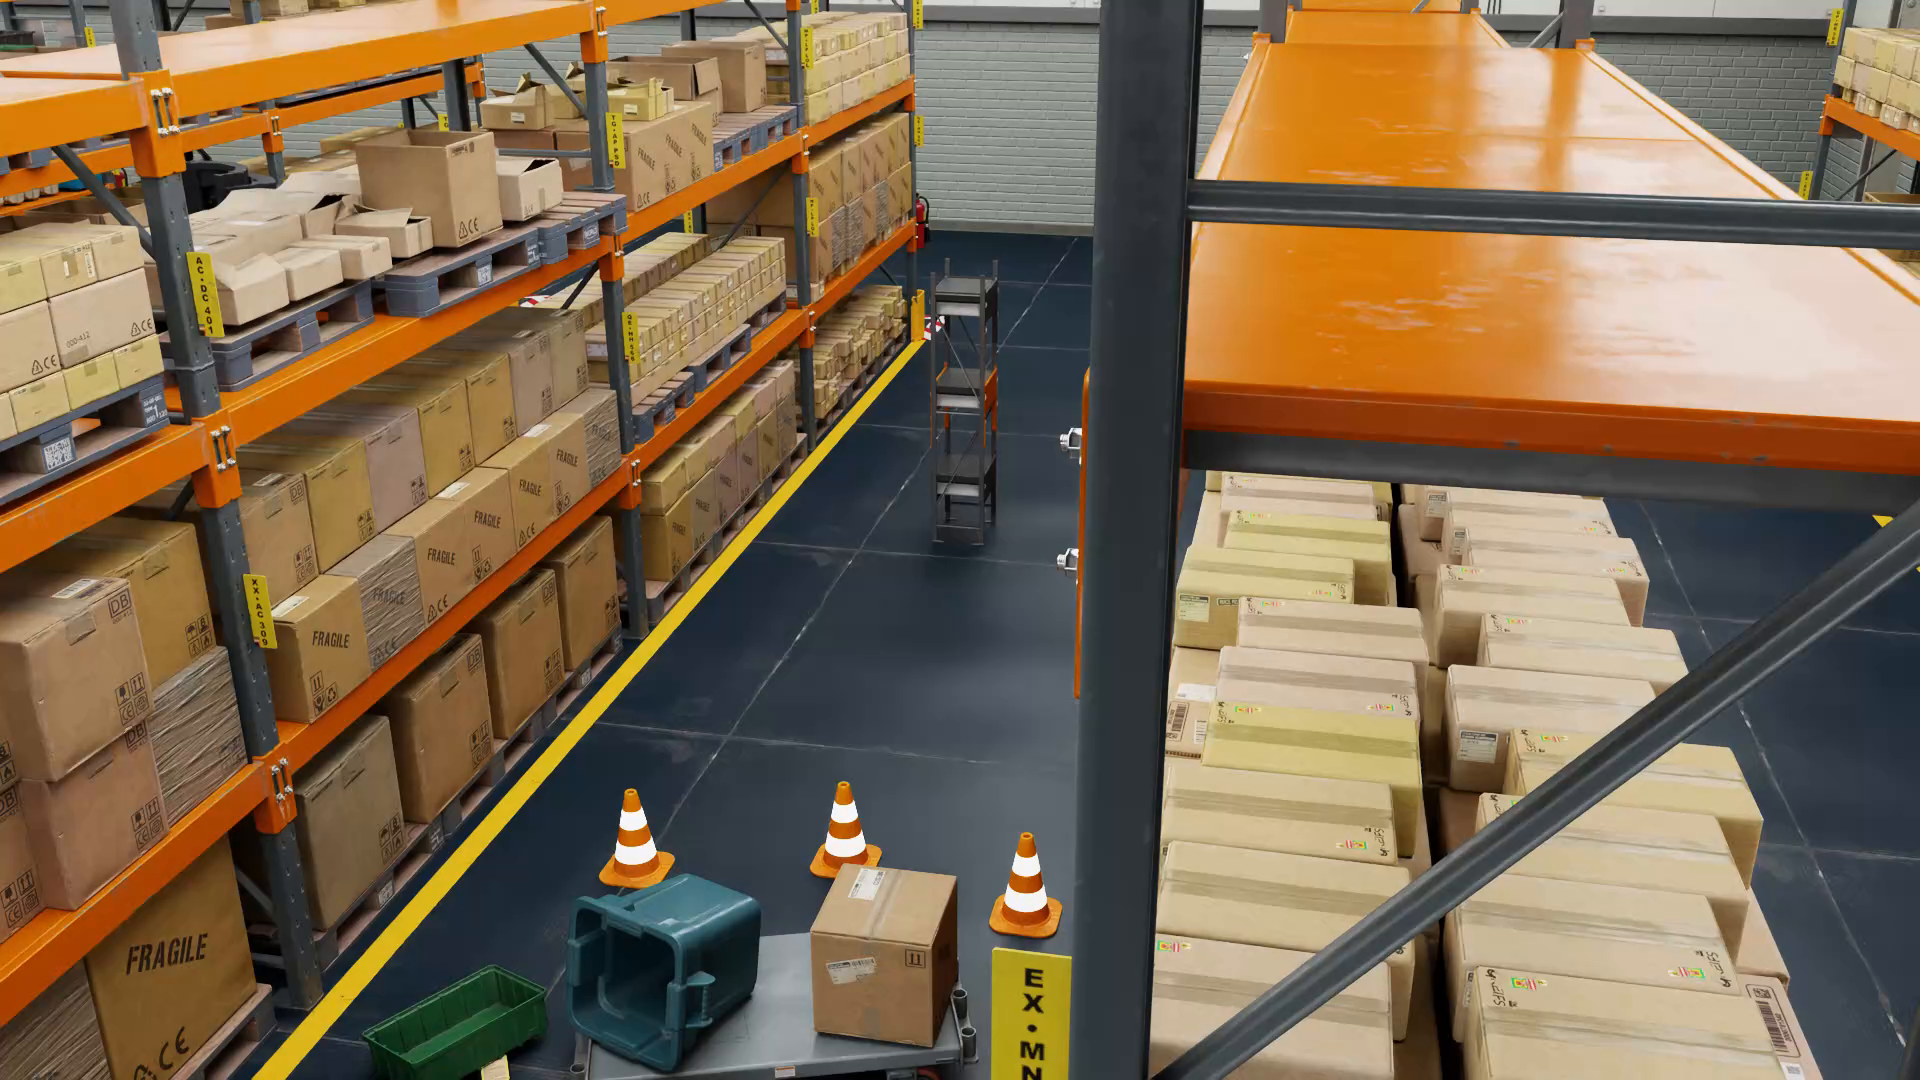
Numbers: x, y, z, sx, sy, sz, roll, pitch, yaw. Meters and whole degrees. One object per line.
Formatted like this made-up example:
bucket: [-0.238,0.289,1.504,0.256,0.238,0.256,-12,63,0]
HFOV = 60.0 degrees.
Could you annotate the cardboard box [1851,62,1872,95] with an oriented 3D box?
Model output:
cardboard box: [8.310,-4.111,14.832,0.500,0.250,0.500,5,22,12]

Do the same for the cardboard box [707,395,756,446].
cardboard box: [-1.907,-0.944,12.963,0.500,0.250,0.500,3,22,9]

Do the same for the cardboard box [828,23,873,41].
cardboard box: [-1.047,-4.826,15.804,0.380,0.149,0.250,5,22,12]

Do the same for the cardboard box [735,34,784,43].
cardboard box: [-1.773,-4.385,14.709,0.380,0.149,0.250,5,23,13]

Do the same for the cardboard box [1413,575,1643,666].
cardboard box: [1.308,0.311,3.853,0.500,0.250,0.500,5,22,12]

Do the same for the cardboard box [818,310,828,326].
cardboard box: [-1.565,-2.290,16.981,0.380,0.149,0.250,5,23,13]

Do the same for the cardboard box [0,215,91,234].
cardboard box: [-7.141,-2.202,12.830,0.797,0.503,0.637,5,22,12]

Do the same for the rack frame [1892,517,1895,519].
rack frame: [7.936,-1.517,12.605,1.000,3.000,0.127,4,22,11]

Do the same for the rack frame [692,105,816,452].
rack frame: [-1.791,-2.234,14.386,1.000,3.000,0.127,4,22,11]

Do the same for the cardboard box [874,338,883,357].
cardboard box: [-0.997,-1.980,17.008,0.380,0.149,0.250,3,22,9]

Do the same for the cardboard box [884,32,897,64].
cardboard box: [-0.922,-4.876,16.461,0.500,0.250,0.500,4,22,9]

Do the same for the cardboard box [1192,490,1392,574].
cardboard box: [0.875,0.084,4.418,0.500,0.250,0.500,5,22,11]

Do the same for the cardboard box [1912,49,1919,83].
cardboard box: [8.010,-3.782,13.348,0.500,0.250,0.500,5,22,12]

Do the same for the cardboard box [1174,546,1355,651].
cardboard box: [0.687,0.140,3.743,0.380,0.149,0.250,5,22,12]

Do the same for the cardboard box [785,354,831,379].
cardboard box: [-1.403,-1.589,15.241,0.380,0.149,0.250,6,23,14]

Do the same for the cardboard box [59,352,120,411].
cardboard box: [-3.236,-0.575,5.891,0.380,0.149,0.250,5,22,12]

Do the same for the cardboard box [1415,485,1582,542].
cardboard box: [1.395,-0.098,4.336,0.380,0.149,0.250,4,22,10]

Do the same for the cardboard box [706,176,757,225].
cardboard box: [-1.959,-3.075,14.603,0.500,0.500,0.500,4,22,9]

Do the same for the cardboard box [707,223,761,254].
cardboard box: [-1.968,-2.617,14.804,0.500,0.500,0.500,4,22,11]

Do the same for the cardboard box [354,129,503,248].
cardboard box: [-2.687,-1.793,8.446,0.500,0.500,0.500,4,22,11]

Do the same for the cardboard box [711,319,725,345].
cardboard box: [-1.995,-1.578,12.531,0.380,0.149,0.250,4,22,9]

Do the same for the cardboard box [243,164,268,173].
cardboard box: [-6.794,-3.254,15.717,0.500,0.500,0.500,5,22,12]

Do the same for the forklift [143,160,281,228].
forklift: [-5.389,-1.041,11.515,1.130,2.935,3.031,18,28,38]

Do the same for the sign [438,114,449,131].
sign: [-3.138,-2.445,10.201,0.100,0.325,0.005,4,22,11]

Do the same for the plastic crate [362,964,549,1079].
plastic crate: [-2.176,2.133,7.230,0.450,0.188,0.662,7,21,42]

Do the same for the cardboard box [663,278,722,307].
cardboard box: [-2.002,-1.852,12.414,0.380,0.149,0.250,4,22,10]

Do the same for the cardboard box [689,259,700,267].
cardboard box: [-2.372,-2.247,13.792,0.380,0.149,0.250,4,22,10]

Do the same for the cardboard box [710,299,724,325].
cardboard box: [-1.999,-1.719,12.483,0.380,0.149,0.250,5,23,13]

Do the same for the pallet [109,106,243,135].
pallet: [-6.764,-3.613,14.050,0.805,0.209,1.217,4,22,9]

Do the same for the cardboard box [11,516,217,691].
cardboard box: [-3.532,0.253,6.563,0.875,0.550,0.550,4,22,11]

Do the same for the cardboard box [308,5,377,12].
cardboard box: [-6.165,-4.996,16.398,0.700,0.500,0.500,5,23,13]

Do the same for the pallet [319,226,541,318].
pallet: [-2.912,-1.426,8.618,1.003,0.211,1.213,6,23,13]

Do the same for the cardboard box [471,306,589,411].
cardboard box: [-2.708,-1.118,10.142,0.700,0.500,0.500,4,22,11]

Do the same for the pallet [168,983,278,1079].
pallet: [-3.655,2.257,6.966,1.003,0.211,1.213,4,22,11]

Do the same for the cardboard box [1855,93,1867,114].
cardboard box: [8.211,-3.882,14.798,0.380,0.149,0.250,5,22,12]

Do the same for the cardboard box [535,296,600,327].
cardboard box: [-2.798,-1.625,11.851,0.380,0.149,0.250,5,22,13]

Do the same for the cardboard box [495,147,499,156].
cardboard box: [-2.970,-2.115,9.497,0.500,0.311,0.500,4,22,11]

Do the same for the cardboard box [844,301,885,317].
cardboard box: [-0.985,-2.351,17.133,0.380,0.149,0.250,4,22,9]

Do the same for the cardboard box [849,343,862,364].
cardboard box: [-1.175,-1.829,16.235,0.380,0.149,0.250,4,22,11]

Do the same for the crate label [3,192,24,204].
crate label: [-10.753,-3.875,18.732,0.396,0.136,0.243,4,22,11]

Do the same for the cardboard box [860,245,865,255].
cardboard box: [-1.151,-2.877,16.319,0.380,0.149,0.250,5,22,12]

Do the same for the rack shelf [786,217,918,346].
rack shelf: [-1.383,-2.632,16.336,1.077,0.370,4.000,4,22,11]

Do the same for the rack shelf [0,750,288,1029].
rack shelf: [-3.831,1.757,5.439,1.077,0.370,4.000,4,22,11]

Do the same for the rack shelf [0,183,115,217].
rack shelf: [-11.066,-3.425,18.305,1.077,0.370,4.000,4,22,11]

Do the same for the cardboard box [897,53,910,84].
cardboard box: [-0.808,-4.832,17.023,0.500,0.250,0.500,4,22,10]

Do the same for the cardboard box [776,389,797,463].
cardboard box: [-1.695,-0.980,14.055,0.500,0.500,0.500,4,22,10]

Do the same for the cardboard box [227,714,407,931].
cardboard box: [-3.384,1.306,8.044,1.050,0.750,0.750,4,22,11]

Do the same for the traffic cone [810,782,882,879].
traffic cone: [-0.594,1.466,8.594,0.336,0.463,0.334,4,22,11]

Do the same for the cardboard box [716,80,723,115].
cardboard box: [-2.176,-3.473,13.004,0.500,0.311,0.500,4,22,10]

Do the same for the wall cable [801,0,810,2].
wall cable: [-1.281,-10.192,21.809,2.277,5.999,0.120,4,22,11]

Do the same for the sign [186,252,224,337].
sign: [-2.879,-0.935,6.346,0.100,0.325,0.005,4,22,11]

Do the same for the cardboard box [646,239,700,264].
cardboard box: [-2.372,-2.377,13.718,0.380,0.149,0.250,5,22,12]

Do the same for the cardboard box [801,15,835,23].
cardboard box: [-1.460,-5.149,16.606,0.380,0.149,0.250,4,22,11]

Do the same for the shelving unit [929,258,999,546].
shelving unit: [0.034,-1.035,12.612,0.431,2.100,0.503,4,22,11]

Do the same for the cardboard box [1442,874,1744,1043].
cardboard box: [0.935,0.642,2.497,0.380,0.149,0.250,4,22,11]

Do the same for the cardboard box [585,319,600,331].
cardboard box: [-2.796,-1.489,11.911,0.380,0.149,0.250,5,22,11]

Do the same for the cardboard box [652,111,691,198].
cardboard box: [-2.135,-2.581,11.098,0.500,0.500,0.500,4,22,11]
